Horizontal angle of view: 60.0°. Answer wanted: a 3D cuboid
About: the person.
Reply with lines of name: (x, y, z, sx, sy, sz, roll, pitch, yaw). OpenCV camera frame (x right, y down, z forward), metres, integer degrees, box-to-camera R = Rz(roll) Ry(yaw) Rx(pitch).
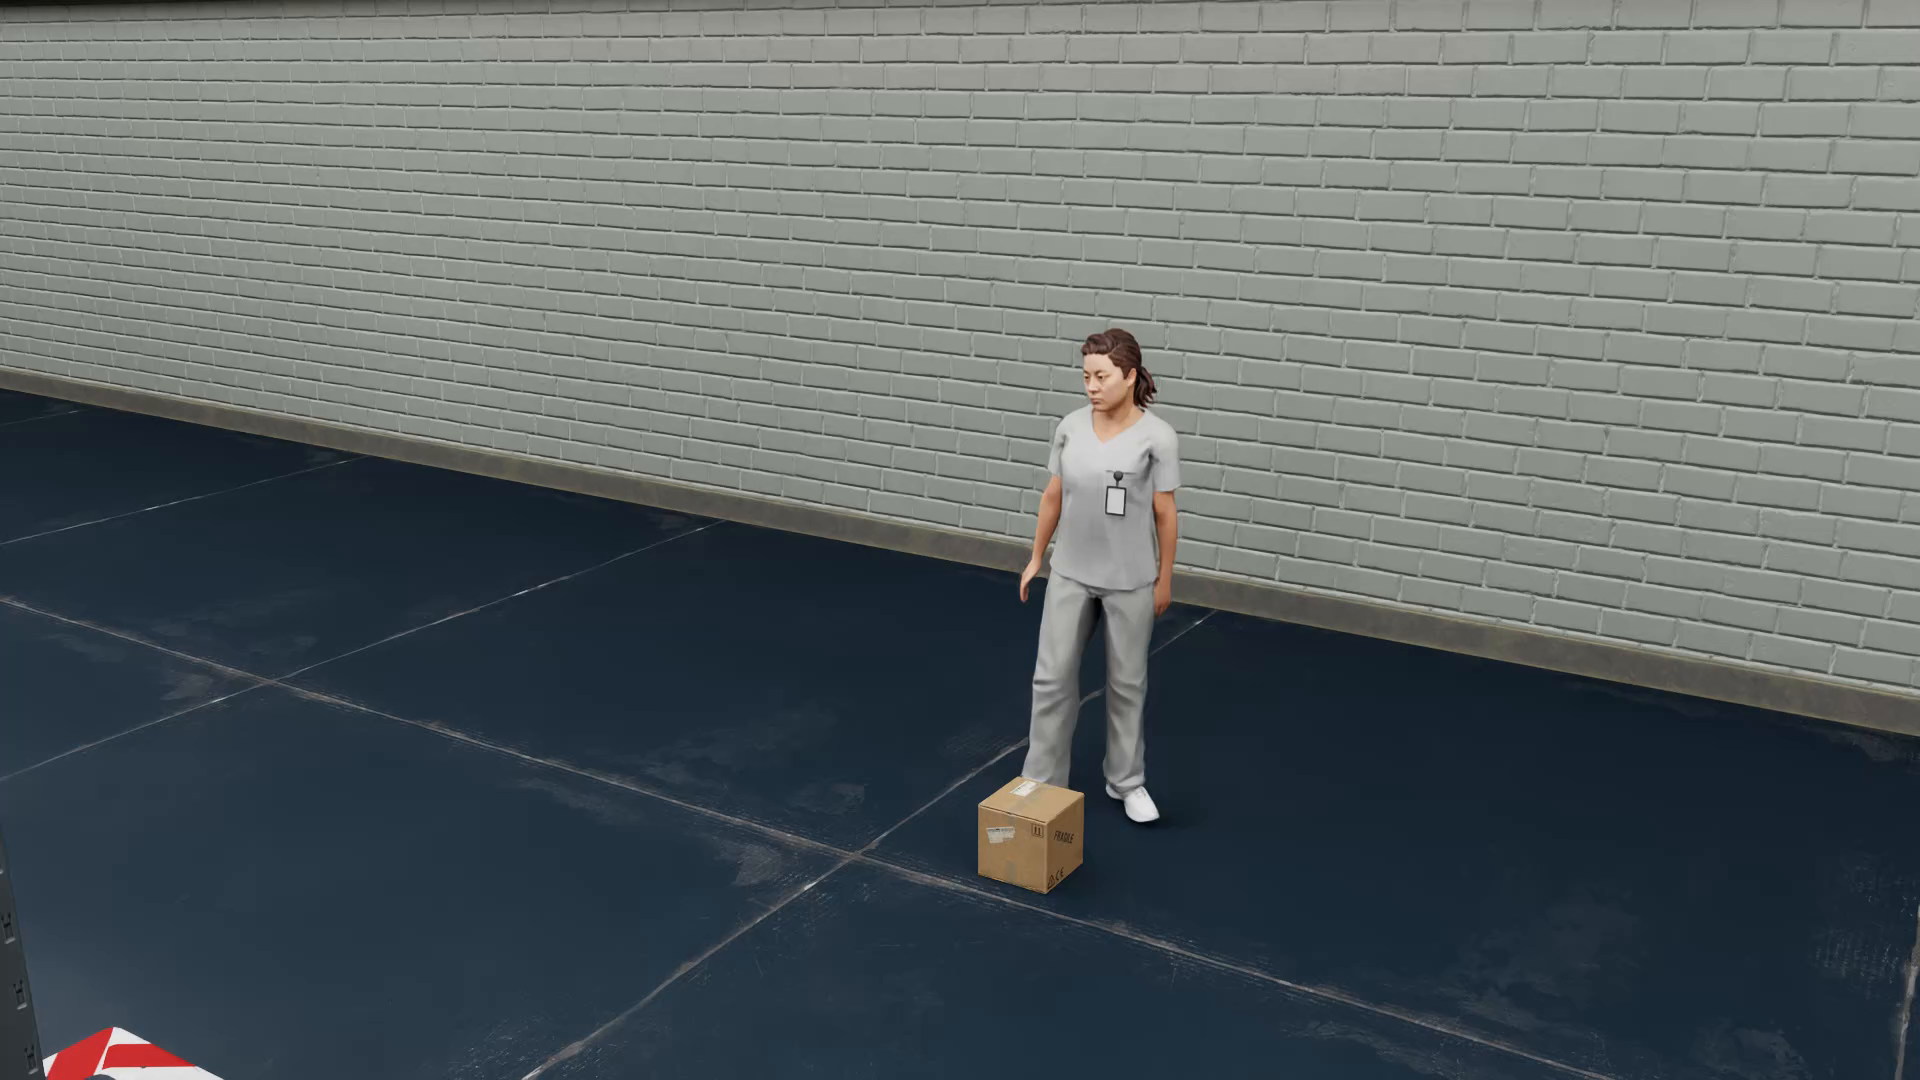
person: (0.434, 0.143, 5.485, 0.540, 1.680, 0.501, 6, 17, 21)
